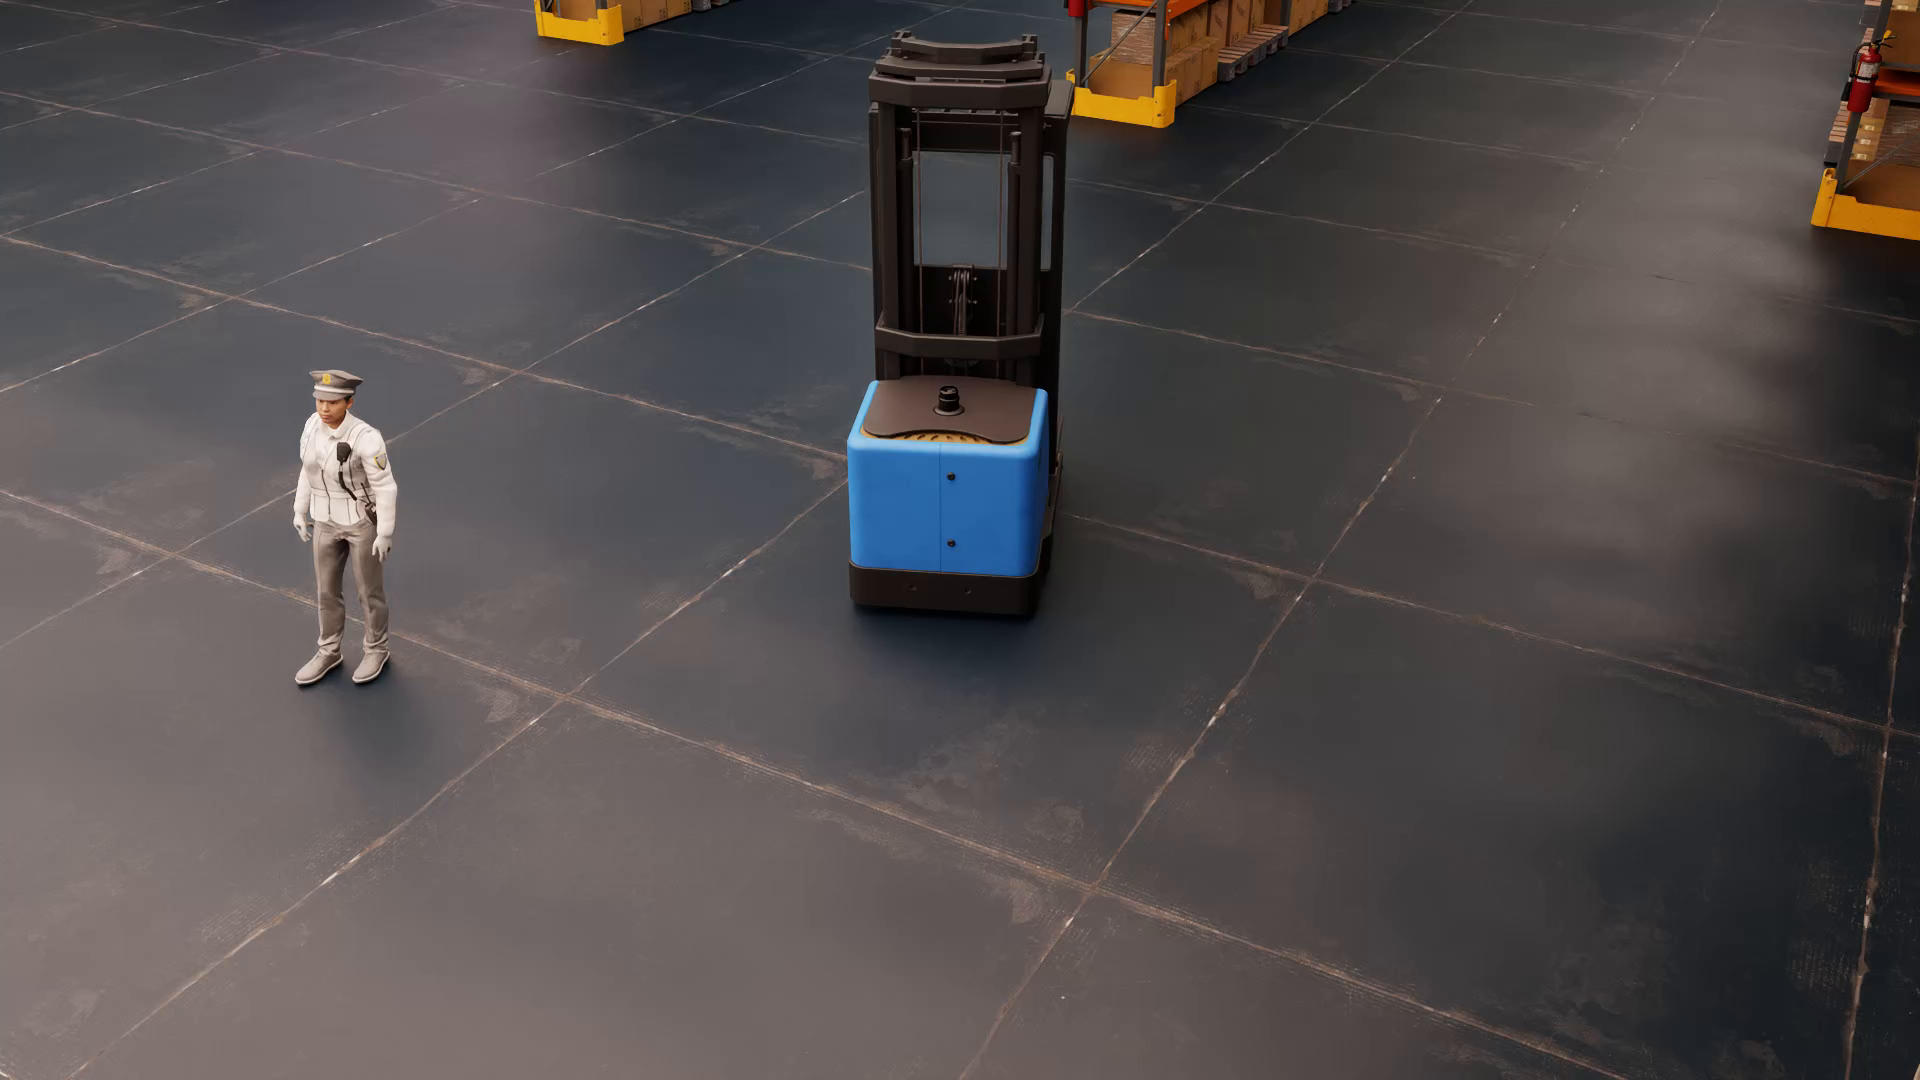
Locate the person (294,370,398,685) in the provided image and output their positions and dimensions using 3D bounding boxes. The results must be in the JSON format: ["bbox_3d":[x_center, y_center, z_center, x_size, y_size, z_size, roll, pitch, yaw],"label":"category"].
[{"bbox_3d":[-3.130,-0.058,8.393,0.588,1.696,0.533,10,31,17],"label":"person"}]

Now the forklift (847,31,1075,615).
[{"bbox_3d":[0.072,-1.572,9.794,1.130,2.935,3.031,3,30,6],"label":"forklift"}]
